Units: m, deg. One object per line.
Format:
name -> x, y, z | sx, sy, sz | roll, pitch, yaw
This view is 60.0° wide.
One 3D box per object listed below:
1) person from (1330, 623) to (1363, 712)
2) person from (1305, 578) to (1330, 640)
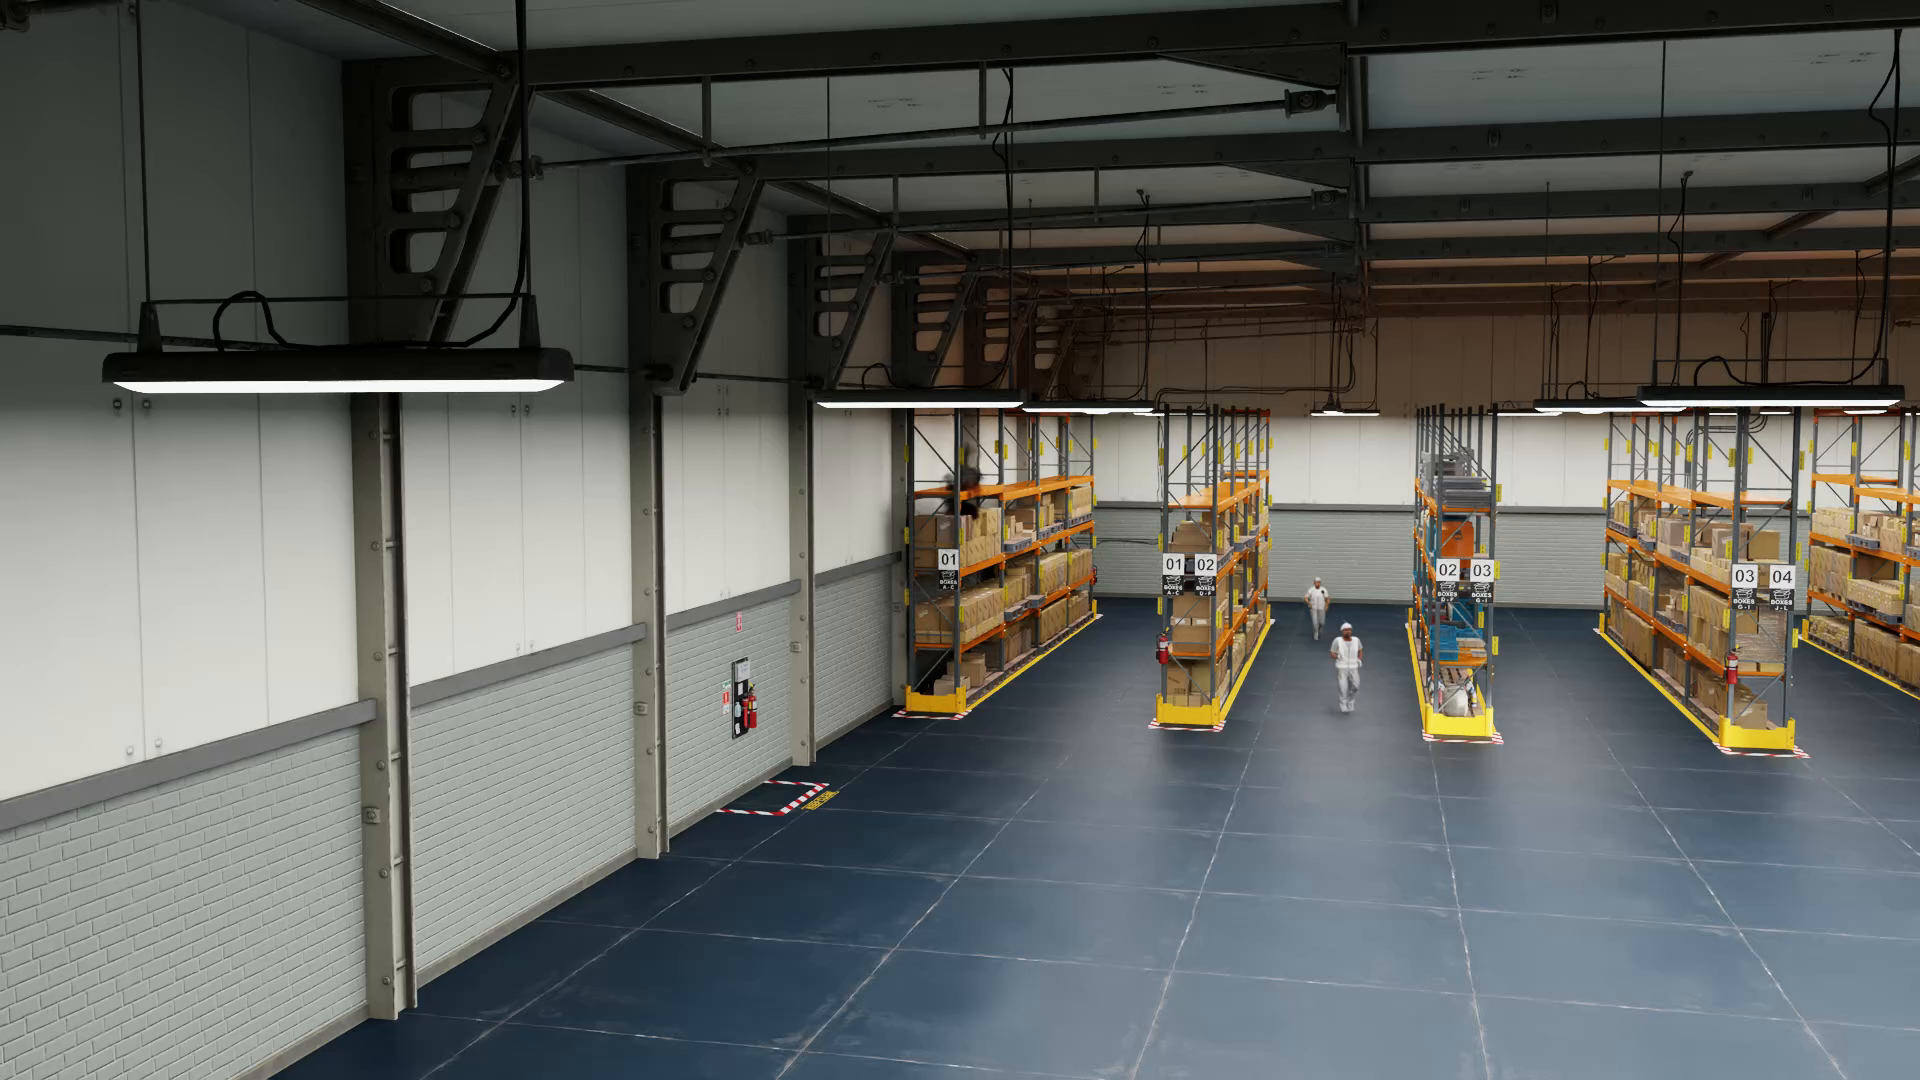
person -> 7.522, 2.491, 32.236 | 0.665, 1.746, 0.614 | 0, 4, 2
person -> 9.271, 1.782, 43.152 | 0.650, 1.611, 0.538 | 0, 4, 5
